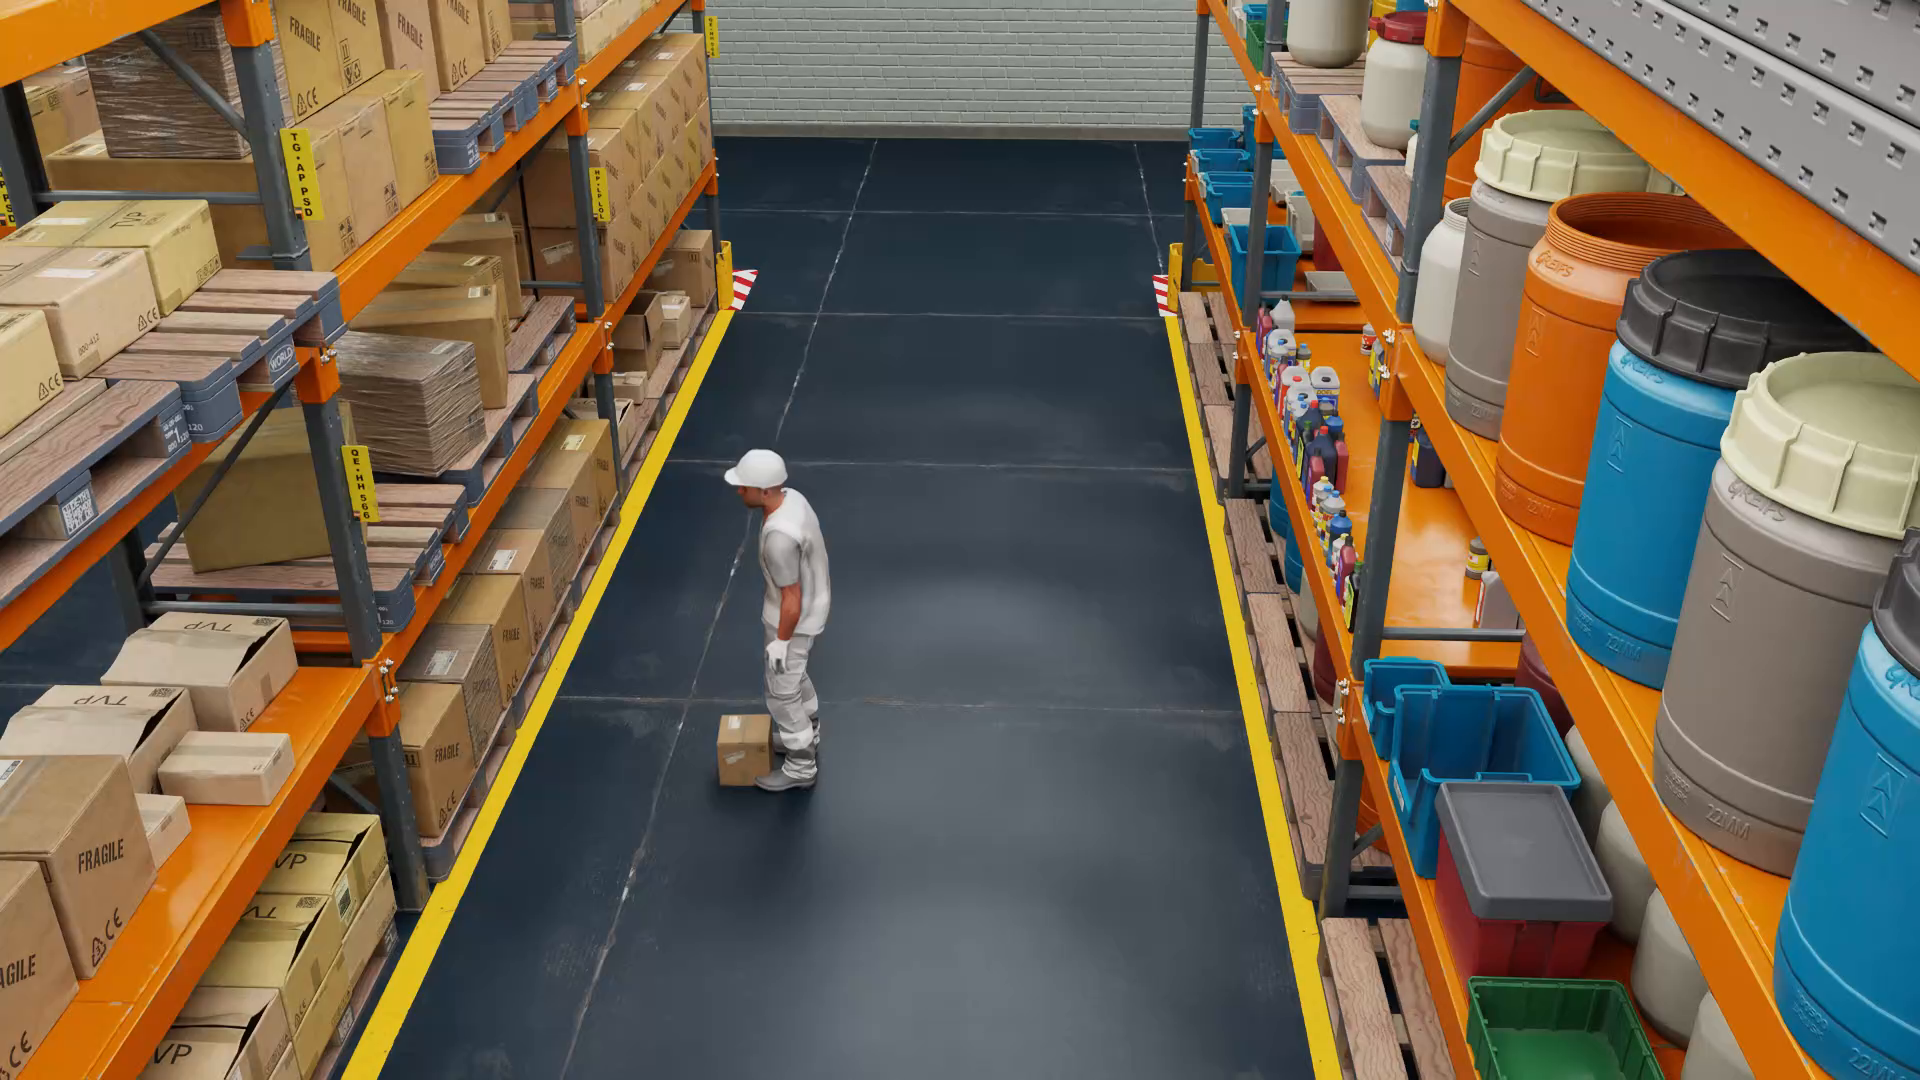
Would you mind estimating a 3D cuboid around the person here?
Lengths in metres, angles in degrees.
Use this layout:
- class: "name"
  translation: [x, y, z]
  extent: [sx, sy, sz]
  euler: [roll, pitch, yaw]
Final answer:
- class: "person"
  translation: [-0.838, 0.372, 7.898]
  extent: [0.454, 1.777, 0.608]
  euler: [0, 28, -1]
